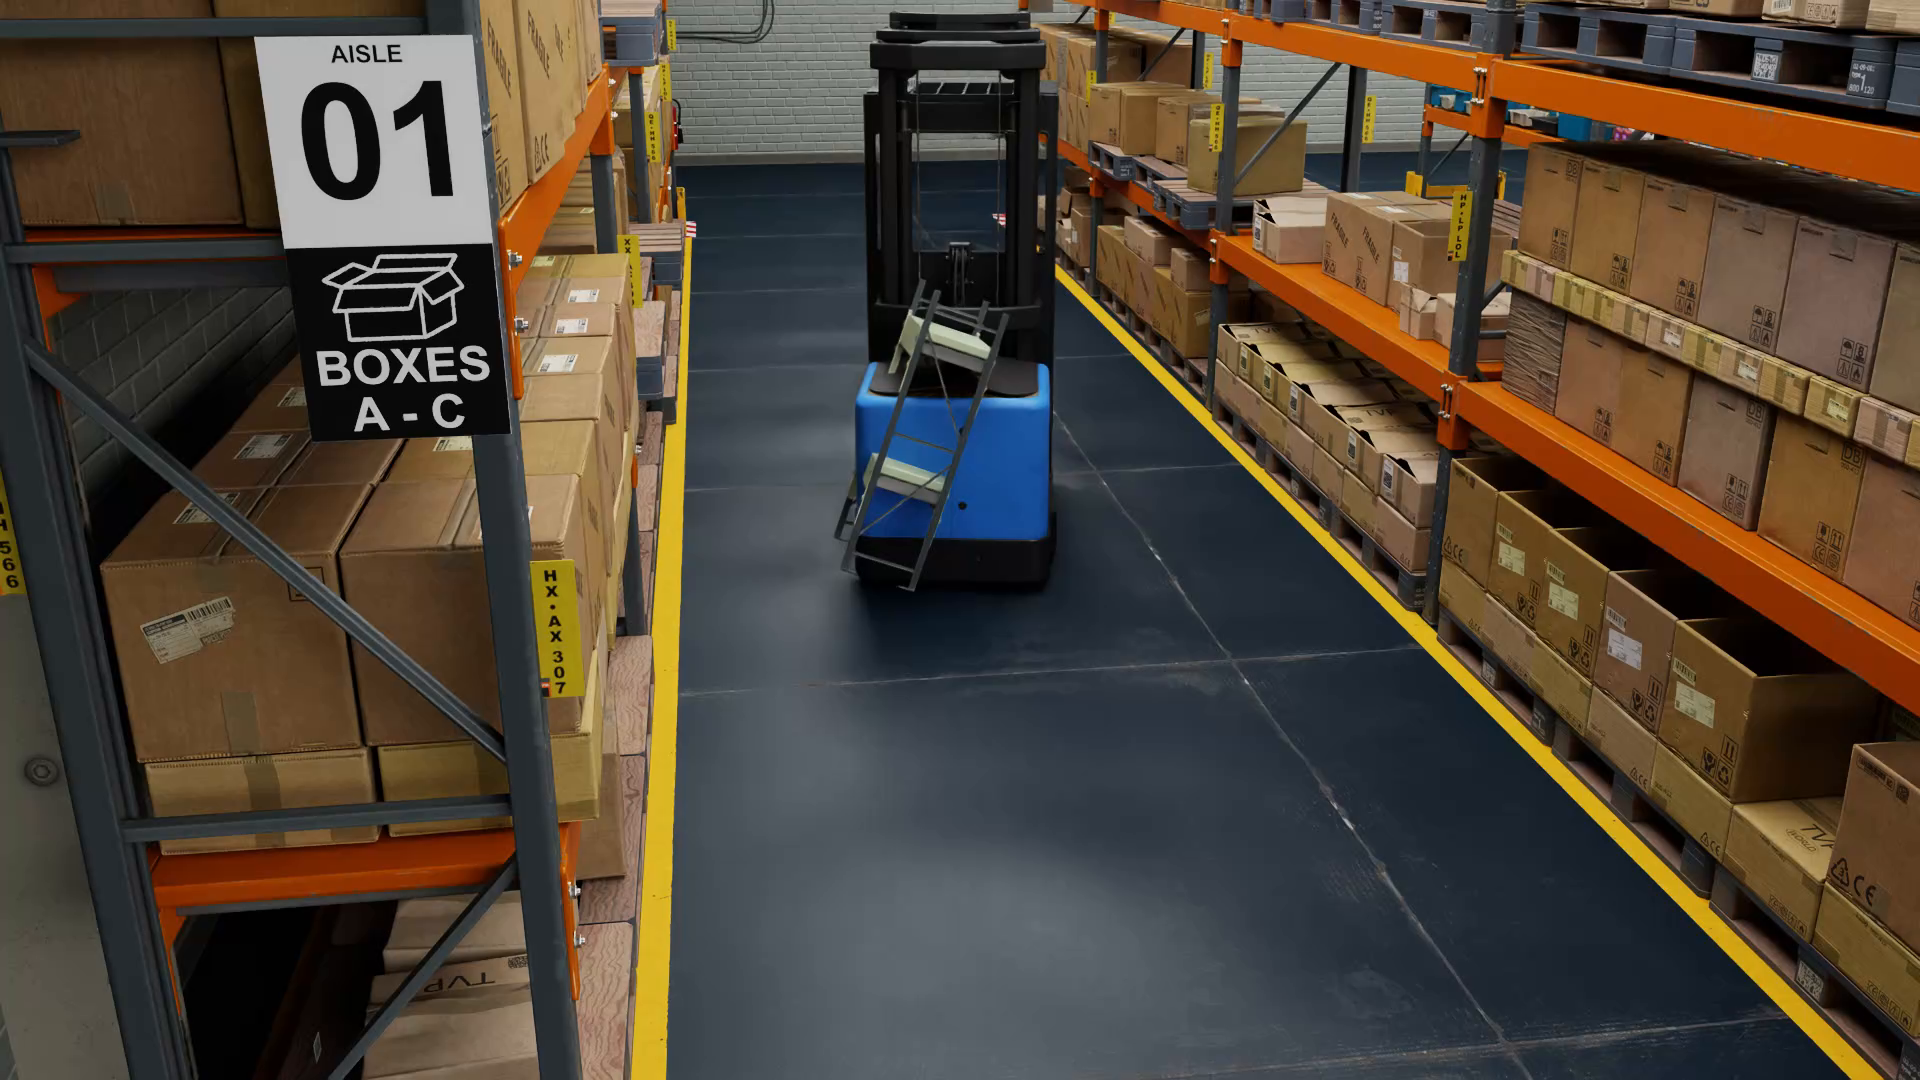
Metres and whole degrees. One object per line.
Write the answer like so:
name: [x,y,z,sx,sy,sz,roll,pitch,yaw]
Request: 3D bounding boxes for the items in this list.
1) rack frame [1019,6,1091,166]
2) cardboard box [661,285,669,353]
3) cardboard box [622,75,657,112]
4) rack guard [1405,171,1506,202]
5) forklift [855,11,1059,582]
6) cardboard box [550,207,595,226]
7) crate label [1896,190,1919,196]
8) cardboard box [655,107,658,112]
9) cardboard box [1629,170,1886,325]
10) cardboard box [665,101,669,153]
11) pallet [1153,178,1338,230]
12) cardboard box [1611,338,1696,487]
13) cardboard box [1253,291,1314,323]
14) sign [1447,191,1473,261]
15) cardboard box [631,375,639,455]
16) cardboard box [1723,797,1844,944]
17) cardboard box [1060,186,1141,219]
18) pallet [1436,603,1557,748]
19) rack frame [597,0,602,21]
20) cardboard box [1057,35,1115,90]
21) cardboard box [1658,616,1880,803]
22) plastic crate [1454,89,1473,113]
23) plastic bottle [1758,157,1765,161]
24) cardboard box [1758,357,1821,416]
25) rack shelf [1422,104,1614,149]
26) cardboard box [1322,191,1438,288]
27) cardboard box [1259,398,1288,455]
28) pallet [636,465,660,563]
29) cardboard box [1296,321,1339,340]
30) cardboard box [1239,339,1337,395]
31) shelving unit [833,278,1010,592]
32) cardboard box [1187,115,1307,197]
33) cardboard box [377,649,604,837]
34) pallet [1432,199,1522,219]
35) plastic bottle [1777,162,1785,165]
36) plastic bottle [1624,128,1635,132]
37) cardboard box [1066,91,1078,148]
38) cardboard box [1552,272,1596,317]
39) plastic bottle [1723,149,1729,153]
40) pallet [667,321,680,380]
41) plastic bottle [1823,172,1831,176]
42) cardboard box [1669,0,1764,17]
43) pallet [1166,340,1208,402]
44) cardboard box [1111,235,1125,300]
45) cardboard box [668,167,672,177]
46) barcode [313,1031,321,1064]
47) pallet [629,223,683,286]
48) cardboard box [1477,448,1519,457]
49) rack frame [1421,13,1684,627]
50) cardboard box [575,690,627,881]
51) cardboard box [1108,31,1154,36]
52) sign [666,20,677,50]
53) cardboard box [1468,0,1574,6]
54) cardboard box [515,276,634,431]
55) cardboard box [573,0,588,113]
rack frame: [1.169,-5.160,19.245,1.000,3.000,0.127,-3,21,-8]
cardboard box: [-2.675,-1.894,12.971,0.750,0.750,0.750,-3,21,-8]
cardboard box: [-2.697,-3.568,13.314,0.500,0.250,0.500,-3,21,-7]
rack guard: [6.055,-4.245,20.368,1.175,0.500,0.348,-3,21,-8]
forklift: [0.017,-1.613,9.847,1.130,2.935,3.031,1,20,2]
cardboard box: [-2.115,-1.379,8.349,0.700,0.500,0.500,-1,20,-2]
crate label: [6.914,-2.396,12.082,0.303,0.233,0.416,-3,21,-8]
cardboard box: [-2.692,-3.222,13.459,0.500,0.500,0.500,-3,21,-8]
cardboard box: [3.115,-1.158,6.533,0.700,0.500,0.500,-3,21,-8]
cardboard box: [-3.317,-4.106,15.994,0.980,0.700,0.700,-3,21,-9]
pallet: [2.155,-2.532,12.481,1.213,0.211,1.003,-3,21,-8]
cardboard box: [3.120,-0.543,6.739,0.700,0.500,0.500,-3,21,-7]
cardboard box: [2.540,-1.597,12.650,0.500,0.500,0.500,-2,21,-5]
sign: [2.363,-1.480,7.850,0.100,0.325,0.005,-3,21,-8]
cardboard box: [-1.634,-0.545,7.073,0.500,0.250,0.500,-3,21,-8]
cardboard box: [3.022,1.128,5.740,0.500,0.250,0.500,-3,21,-8]
cardboard box: [1.470,-3.462,17.638,0.797,0.503,0.637,-3,21,-8]
pallet: [2.972,0.578,7.866,1.003,0.211,1.213,-3,21,-8]
rack frame: [-2.002,-3.565,6.399,1.000,3.000,0.127,-3,21,-8]
cardboard box: [1.268,-4.804,16.720,0.500,0.500,0.500,-3,21,-7]
cardboard box: [2.945,0.603,6.071,0.500,0.500,0.500,-3,21,-8]
plastic crate: [5.876,-5.028,19.046,0.416,0.233,0.300,-3,21,-8]
plastic bottle: [7.082,-3.403,14.723,0.097,0.271,0.097,0,20,0]
cardboard box: [3.044,-0.542,5.810,0.380,0.149,0.250,-2,21,-6]
rack shelf: [6.360,-4.379,18.182,1.077,0.370,4.000,-3,21,-8]
cardboard box: [2.580,-1.857,10.258,0.500,0.500,0.500,-4,21,-11]
cardboard box: [2.262,-0.749,10.764,0.500,0.250,0.500,-3,21,-9]
pallet: [-2.295,-0.141,9.791,1.003,0.211,1.213,-3,21,-8]
cardboard box: [2.642,-1.393,11.686,0.500,0.311,0.500,-2,21,-6]
cardboard box: [2.191,-1.184,11.127,0.500,0.311,0.500,-3,21,-9]
shelving unit: [-0.226,-0.570,8.767,0.431,1.500,0.755,17,10,-11]
cardboard box: [2.120,-2.846,12.306,0.700,0.500,0.500,-10,23,-26]
cardboard box: [-1.182,0.507,4.258,0.500,0.250,0.500,-4,21,-9]
pallet: [6.152,-3.815,19.629,1.003,0.211,1.213,-3,21,-8]
plastic bottle: [6.656,-2.953,13.518,0.097,0.271,0.097,0,20,0]
plastic bottle: [6.384,-3.848,15.803,0.144,0.351,0.185,-3,21,-8]
cardboard box: [1.344,-4.161,16.426,0.500,0.500,0.500,-2,21,-6]
cardboard box: [2.821,-1.077,7.243,0.380,0.149,0.250,-3,21,-9]
plastic bottle: [6.533,-3.209,14.187,0.061,0.283,0.133,-3,21,-8]
pallet: [-2.791,-1.531,13.514,1.003,0.211,1.213,-3,21,-8]
plastic bottle: [7.361,-3.153,14.037,0.061,0.283,0.133,-3,21,-8]
cardboard box: [3.012,-2.145,5.936,0.797,0.503,0.637,-1,20,-2]
pallet: [2.252,-1.344,13.014,1.003,0.211,1.213,-3,21,-8]
cardboard box: [1.662,-2.446,14.923,0.500,0.500,0.500,-3,21,-7]
cardboard box: [-3.333,-3.966,18.093,0.380,0.149,0.250,-3,21,-8]
barcode: [-1.835,1.450,4.749,0.001,0.075,0.075,-3,21,-8]
pallet: [-2.371,-1.808,10.544,1.213,0.211,1.003,-3,21,-8]
cardboard box: [3.086,-0.332,8.847,0.500,0.311,0.500,-3,21,-8]
rack frame: [2.899,-1.005,8.121,1.000,3.000,0.127,-3,21,-8]
cardboard box: [-1.575,0.898,5.970,0.700,0.500,0.500,-4,21,-11]
cardboard box: [1.733,-5.003,17.253,0.500,0.500,0.500,-2,21,-6]
sign: [-3.193,-5.585,18.389,0.100,0.325,0.005,-3,21,-8]
cardboard box: [2.820,-2.751,8.121,0.500,0.250,0.500,-1,20,-2]
cardboard box: [-1.551,-0.724,6.482,0.500,0.500,0.500,-3,21,-8]
cardboard box: [-1.507,-1.688,5.489,0.500,0.500,0.500,-4,21,-10]
